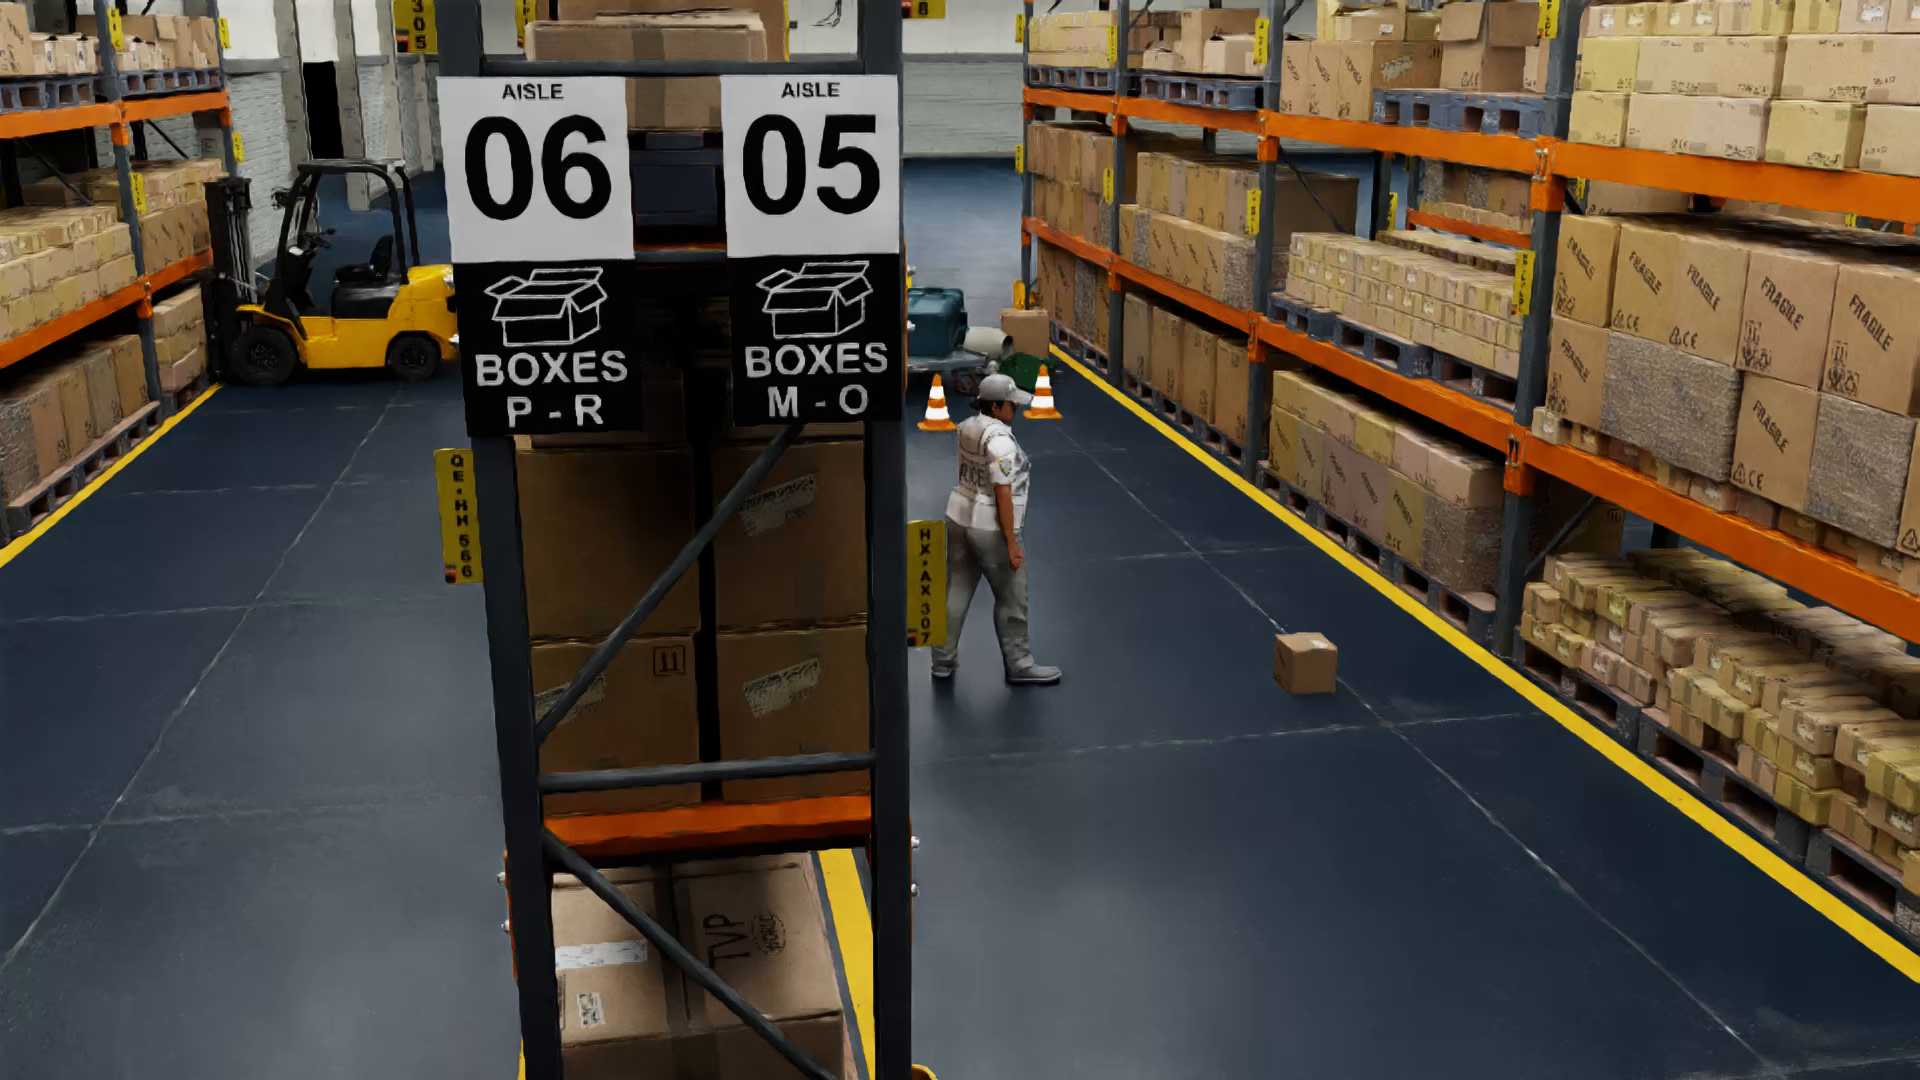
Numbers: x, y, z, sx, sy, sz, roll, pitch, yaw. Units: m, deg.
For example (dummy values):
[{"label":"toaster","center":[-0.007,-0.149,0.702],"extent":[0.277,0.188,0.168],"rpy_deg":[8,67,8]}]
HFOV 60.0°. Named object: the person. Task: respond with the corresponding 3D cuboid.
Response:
[{"label":"person","center":[0.175,-0.059,8.710],"extent":[0.615,1.650,0.603],"rpy_deg":[-10,19,-29]}]
